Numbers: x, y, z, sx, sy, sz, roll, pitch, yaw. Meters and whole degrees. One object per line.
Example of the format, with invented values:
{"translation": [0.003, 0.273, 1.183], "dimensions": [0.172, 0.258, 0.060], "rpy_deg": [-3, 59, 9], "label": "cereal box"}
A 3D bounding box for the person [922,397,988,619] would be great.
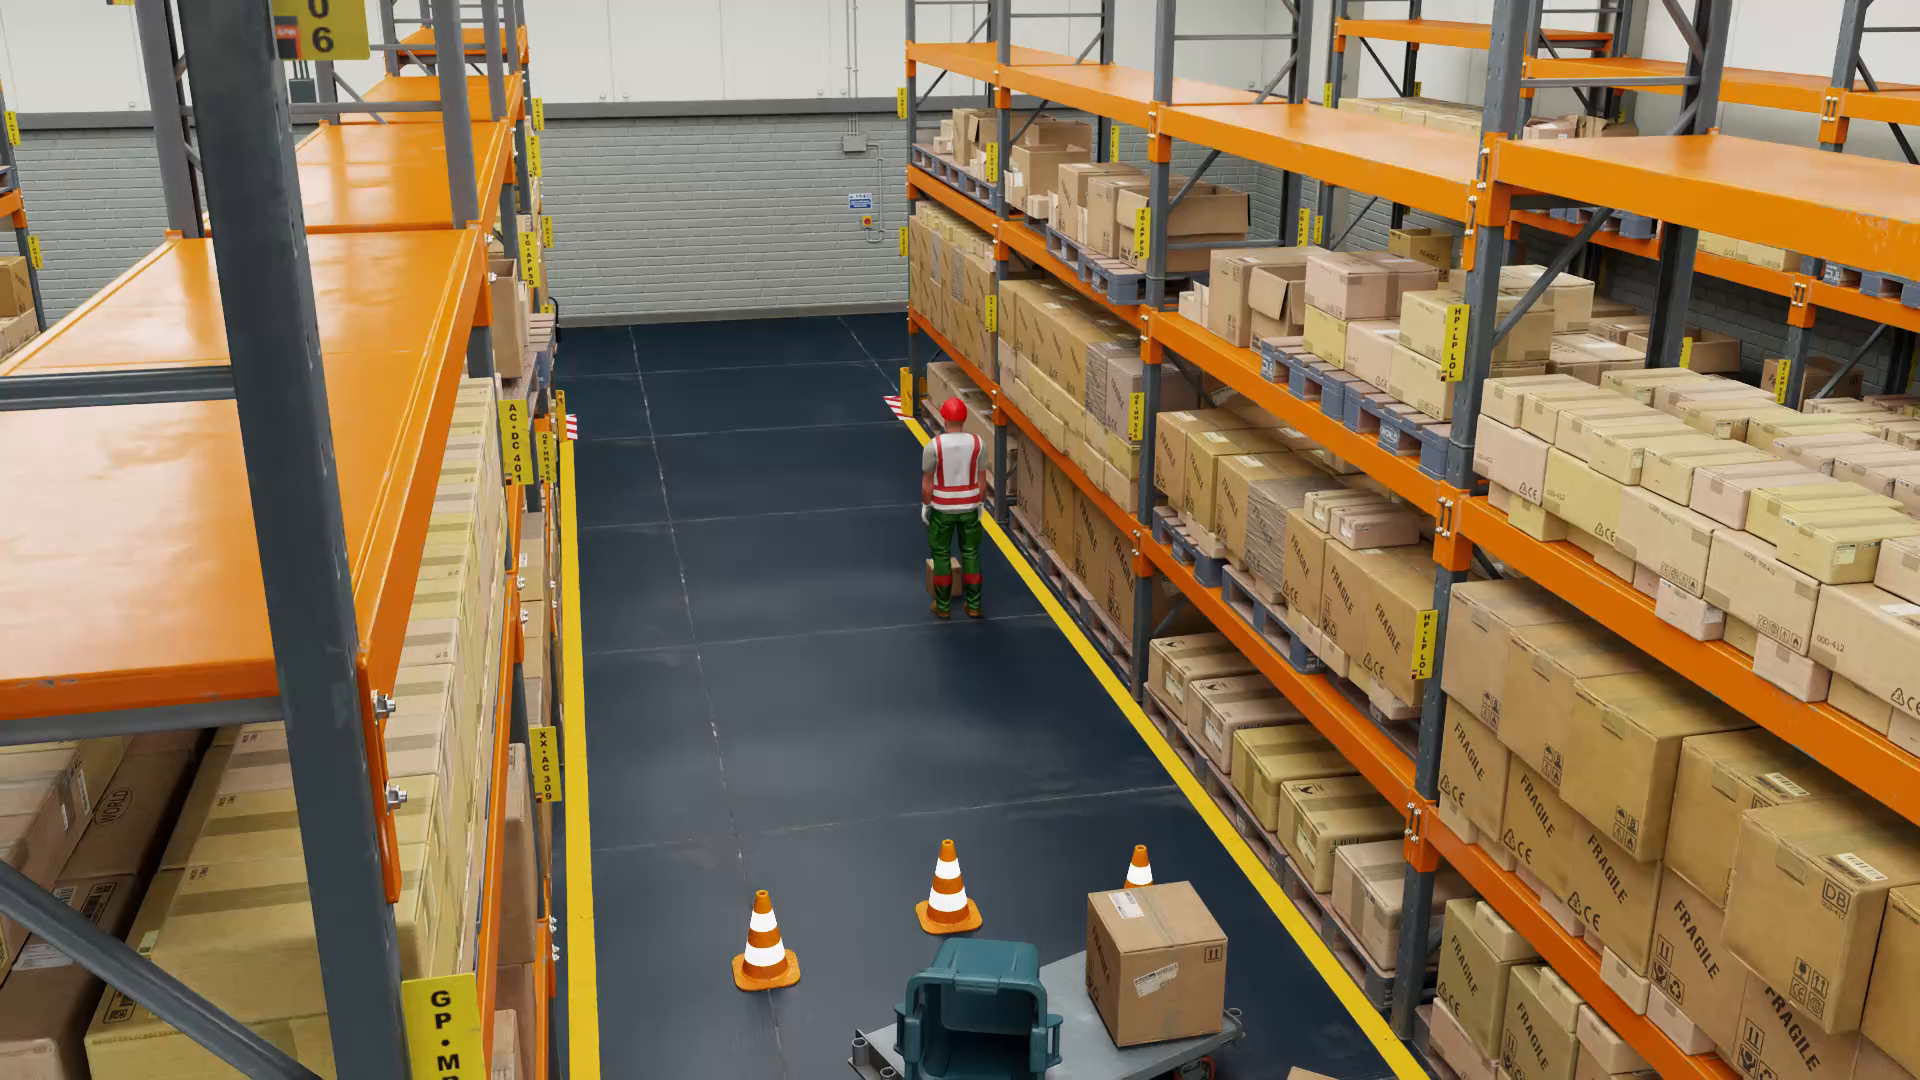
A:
{"translation": [-0.047, -0.252, 13.090], "dimensions": [0.524, 1.797, 0.342], "rpy_deg": [-4, 20, -11], "label": "person"}
